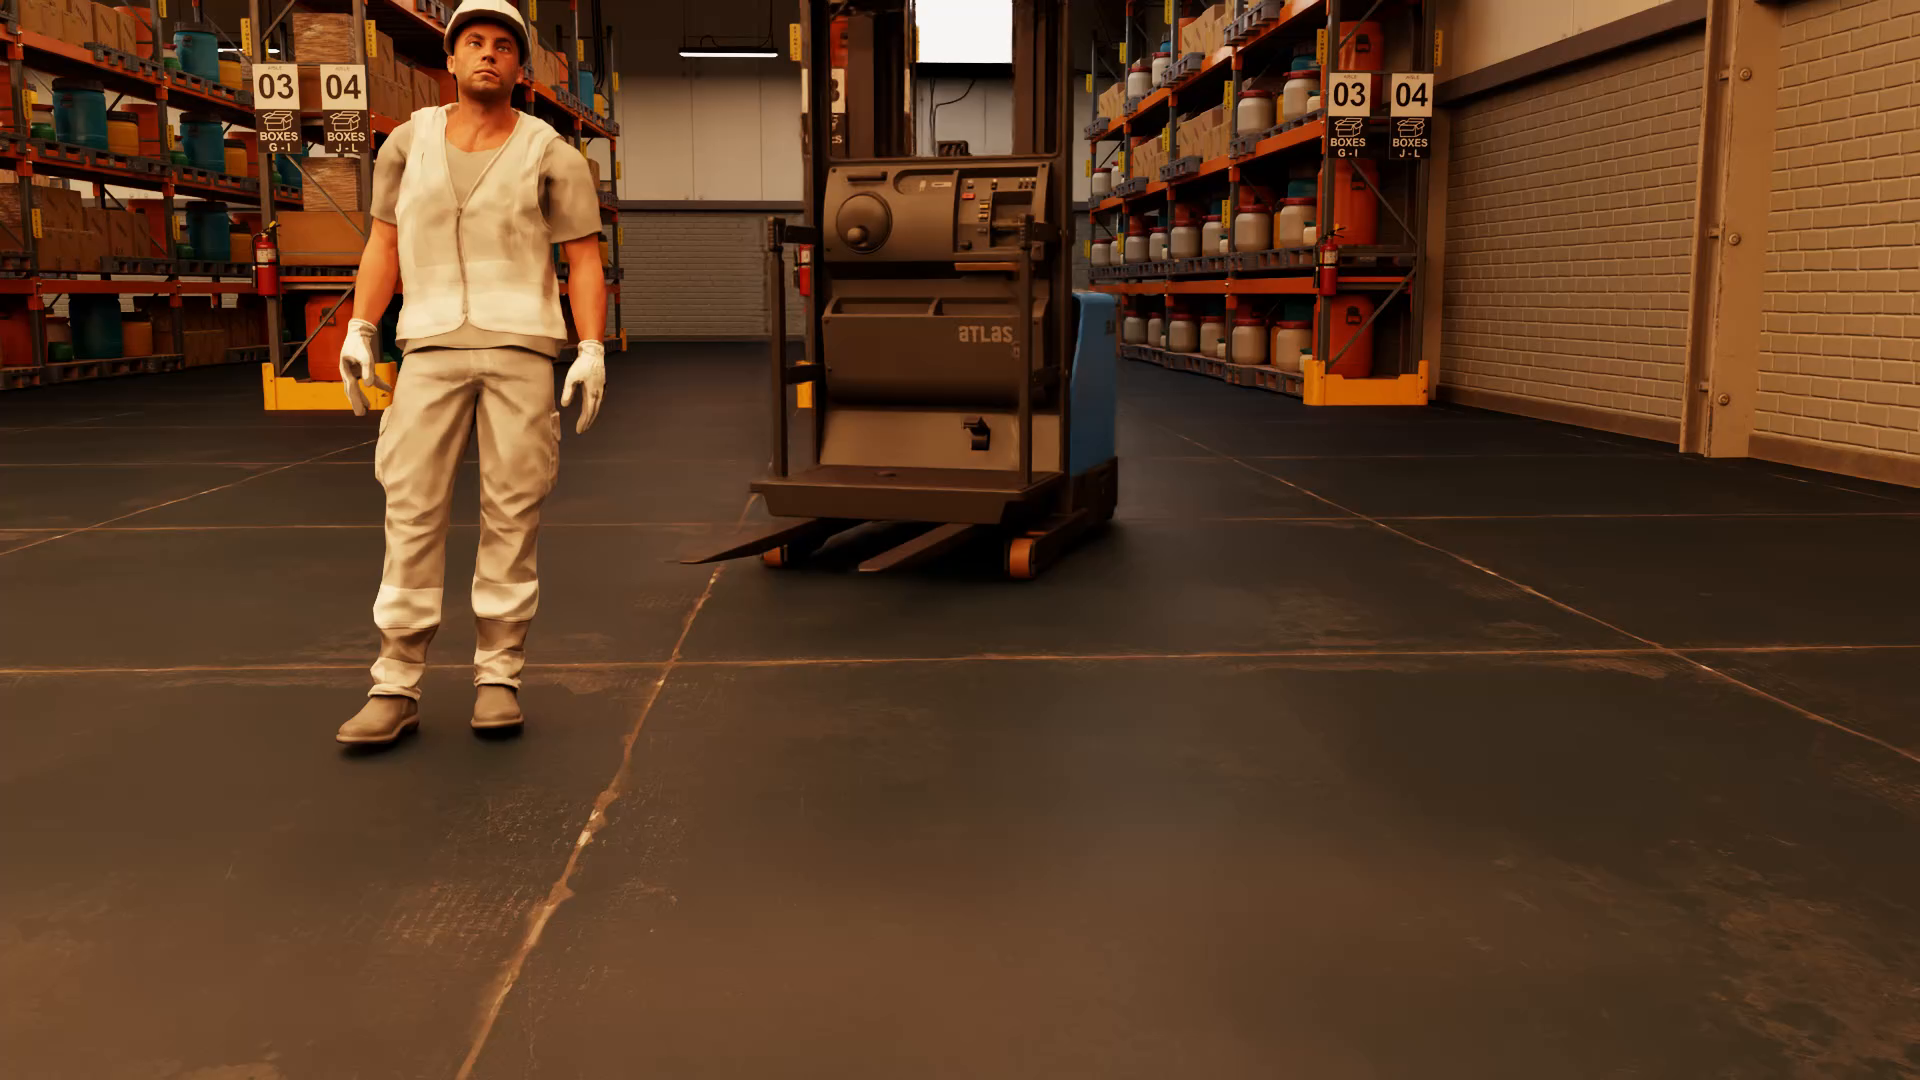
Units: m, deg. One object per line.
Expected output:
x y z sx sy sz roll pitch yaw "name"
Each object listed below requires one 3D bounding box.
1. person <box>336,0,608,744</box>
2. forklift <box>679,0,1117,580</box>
-1.189 -0.426 4.039 0.638 1.787 0.565 -1 8 -5 "person"
-0.157 -1.360 6.489 1.130 2.935 3.031 2 9 16 "forklift"
